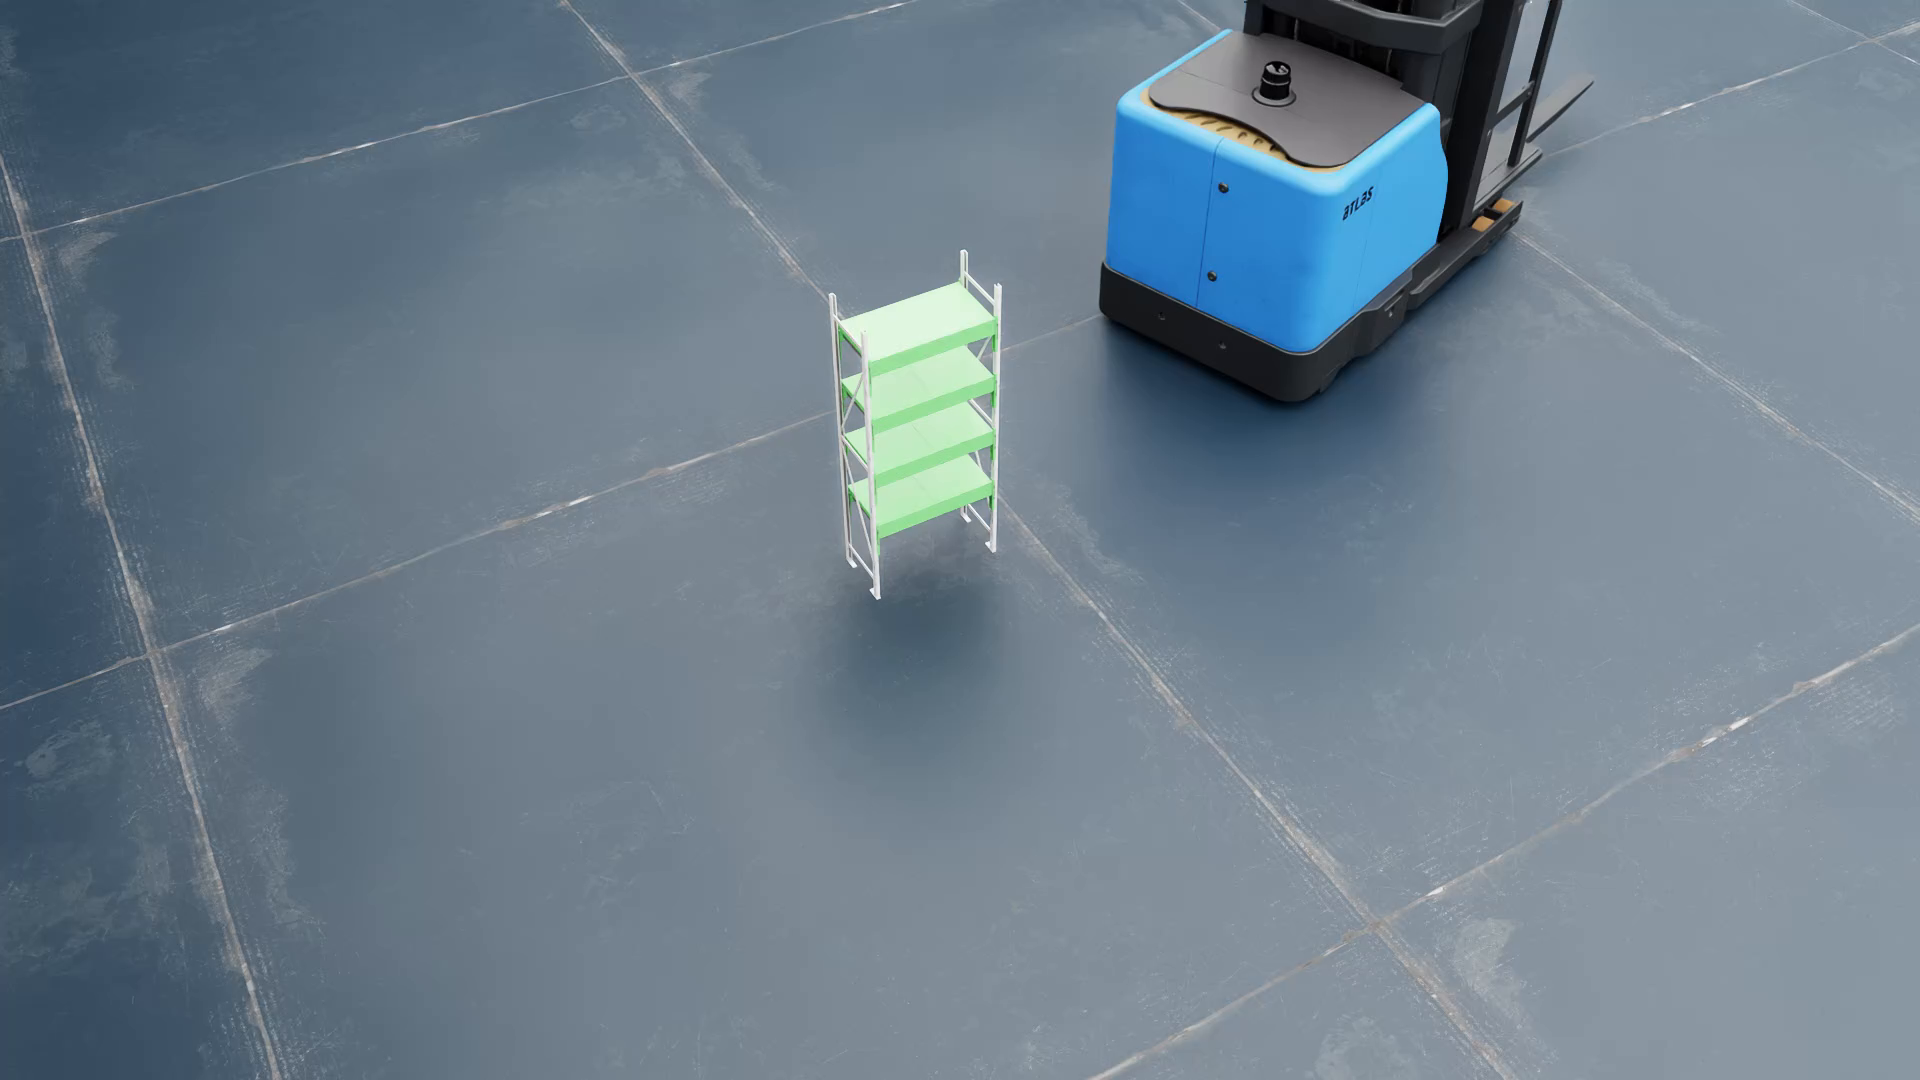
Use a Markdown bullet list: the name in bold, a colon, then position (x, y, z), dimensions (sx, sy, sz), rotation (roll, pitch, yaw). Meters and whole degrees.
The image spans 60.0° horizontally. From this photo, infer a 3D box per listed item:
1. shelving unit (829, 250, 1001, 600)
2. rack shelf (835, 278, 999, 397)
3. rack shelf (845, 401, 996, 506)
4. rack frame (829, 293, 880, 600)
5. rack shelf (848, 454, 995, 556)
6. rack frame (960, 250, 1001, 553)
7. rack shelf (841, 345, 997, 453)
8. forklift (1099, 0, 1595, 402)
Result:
- **shelving unit**: position (-0.144, -0.373, 5.773), dimensions (0.503, 1.200, 0.258), rotation (-22, 48, -21)
- **rack shelf**: position (-0.144, -0.672, 5.483), dimensions (0.480, 0.148, 0.258), rotation (-22, 48, -21)
- **rack shelf**: position (-0.144, -0.327, 5.817), dimensions (0.480, 0.148, 0.258), rotation (-22, 48, -21)
- **rack frame**: position (-0.355, -0.288, 5.686), dimensions (0.015, 1.200, 0.240), rotation (-22, 48, -21)
- **rack shelf**: position (-0.144, -0.155, 5.985), dimensions (0.480, 0.148, 0.258), rotation (-22, 48, -21)
- **rack frame**: position (0.068, -0.458, 5.860), dimensions (0.015, 1.200, 0.240), rotation (-22, 48, -21)
- **rack shelf**: position (-0.144, -0.500, 5.650), dimensions (0.480, 0.148, 0.258), rotation (-22, 48, -21)
- **forklift**: position (1.940, -2.566, 6.789), dimensions (1.130, 2.935, 3.031), rotation (31, 52, 28)
